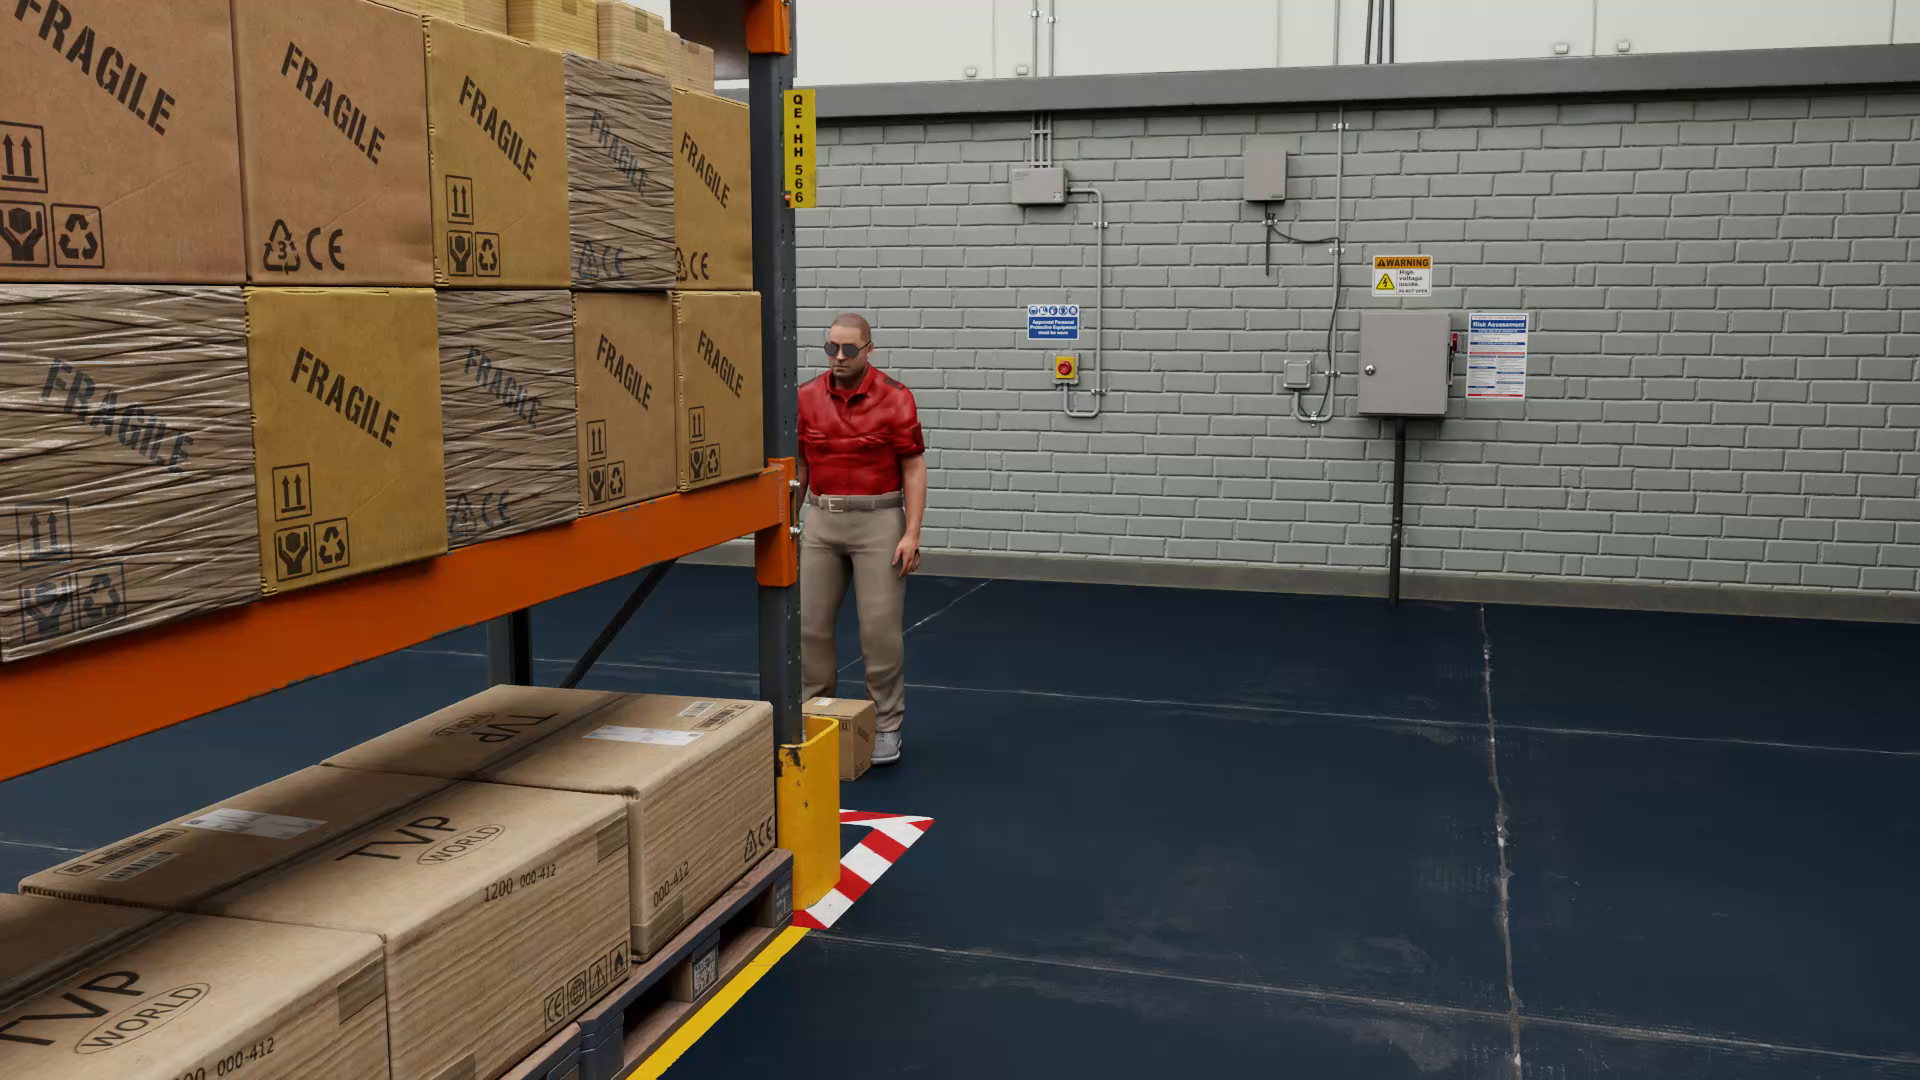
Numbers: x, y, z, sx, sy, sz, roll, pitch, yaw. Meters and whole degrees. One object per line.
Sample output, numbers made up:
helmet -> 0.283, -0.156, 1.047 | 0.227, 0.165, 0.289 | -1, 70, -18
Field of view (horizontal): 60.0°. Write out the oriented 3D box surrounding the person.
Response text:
person -> -0.423, -0.013, 6.468 | 0.585, 1.726, 0.396 | 2, 9, 16
